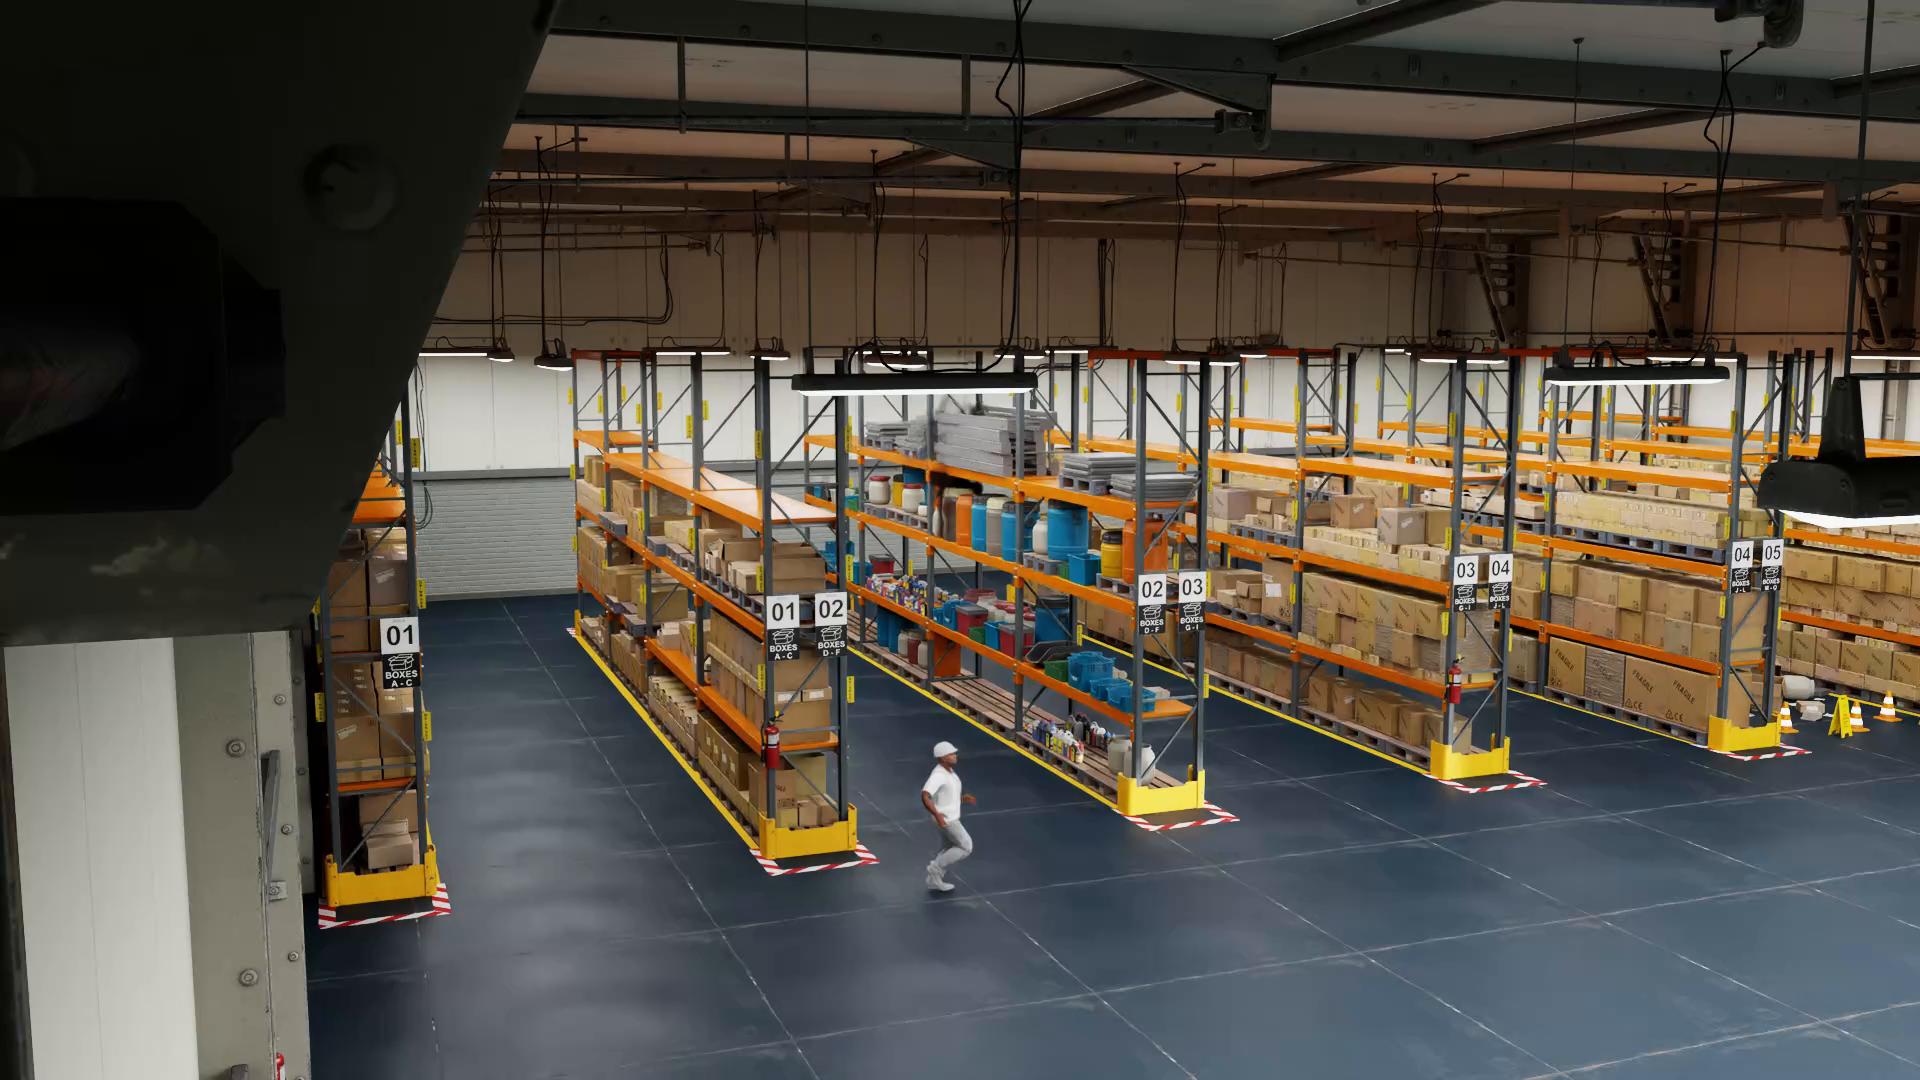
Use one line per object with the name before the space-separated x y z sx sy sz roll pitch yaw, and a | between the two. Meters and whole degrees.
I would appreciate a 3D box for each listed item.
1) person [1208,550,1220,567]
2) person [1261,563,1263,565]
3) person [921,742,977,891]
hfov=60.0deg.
person | 6.385 0.354 41.532 0.830 1.658 0.632 2 7 15
person | 7.928 0.199 42.407 0.680 1.793 0.662 -1 7 -11
person | -0.106 3.134 18.828 0.596 1.720 0.697 1 7 5
